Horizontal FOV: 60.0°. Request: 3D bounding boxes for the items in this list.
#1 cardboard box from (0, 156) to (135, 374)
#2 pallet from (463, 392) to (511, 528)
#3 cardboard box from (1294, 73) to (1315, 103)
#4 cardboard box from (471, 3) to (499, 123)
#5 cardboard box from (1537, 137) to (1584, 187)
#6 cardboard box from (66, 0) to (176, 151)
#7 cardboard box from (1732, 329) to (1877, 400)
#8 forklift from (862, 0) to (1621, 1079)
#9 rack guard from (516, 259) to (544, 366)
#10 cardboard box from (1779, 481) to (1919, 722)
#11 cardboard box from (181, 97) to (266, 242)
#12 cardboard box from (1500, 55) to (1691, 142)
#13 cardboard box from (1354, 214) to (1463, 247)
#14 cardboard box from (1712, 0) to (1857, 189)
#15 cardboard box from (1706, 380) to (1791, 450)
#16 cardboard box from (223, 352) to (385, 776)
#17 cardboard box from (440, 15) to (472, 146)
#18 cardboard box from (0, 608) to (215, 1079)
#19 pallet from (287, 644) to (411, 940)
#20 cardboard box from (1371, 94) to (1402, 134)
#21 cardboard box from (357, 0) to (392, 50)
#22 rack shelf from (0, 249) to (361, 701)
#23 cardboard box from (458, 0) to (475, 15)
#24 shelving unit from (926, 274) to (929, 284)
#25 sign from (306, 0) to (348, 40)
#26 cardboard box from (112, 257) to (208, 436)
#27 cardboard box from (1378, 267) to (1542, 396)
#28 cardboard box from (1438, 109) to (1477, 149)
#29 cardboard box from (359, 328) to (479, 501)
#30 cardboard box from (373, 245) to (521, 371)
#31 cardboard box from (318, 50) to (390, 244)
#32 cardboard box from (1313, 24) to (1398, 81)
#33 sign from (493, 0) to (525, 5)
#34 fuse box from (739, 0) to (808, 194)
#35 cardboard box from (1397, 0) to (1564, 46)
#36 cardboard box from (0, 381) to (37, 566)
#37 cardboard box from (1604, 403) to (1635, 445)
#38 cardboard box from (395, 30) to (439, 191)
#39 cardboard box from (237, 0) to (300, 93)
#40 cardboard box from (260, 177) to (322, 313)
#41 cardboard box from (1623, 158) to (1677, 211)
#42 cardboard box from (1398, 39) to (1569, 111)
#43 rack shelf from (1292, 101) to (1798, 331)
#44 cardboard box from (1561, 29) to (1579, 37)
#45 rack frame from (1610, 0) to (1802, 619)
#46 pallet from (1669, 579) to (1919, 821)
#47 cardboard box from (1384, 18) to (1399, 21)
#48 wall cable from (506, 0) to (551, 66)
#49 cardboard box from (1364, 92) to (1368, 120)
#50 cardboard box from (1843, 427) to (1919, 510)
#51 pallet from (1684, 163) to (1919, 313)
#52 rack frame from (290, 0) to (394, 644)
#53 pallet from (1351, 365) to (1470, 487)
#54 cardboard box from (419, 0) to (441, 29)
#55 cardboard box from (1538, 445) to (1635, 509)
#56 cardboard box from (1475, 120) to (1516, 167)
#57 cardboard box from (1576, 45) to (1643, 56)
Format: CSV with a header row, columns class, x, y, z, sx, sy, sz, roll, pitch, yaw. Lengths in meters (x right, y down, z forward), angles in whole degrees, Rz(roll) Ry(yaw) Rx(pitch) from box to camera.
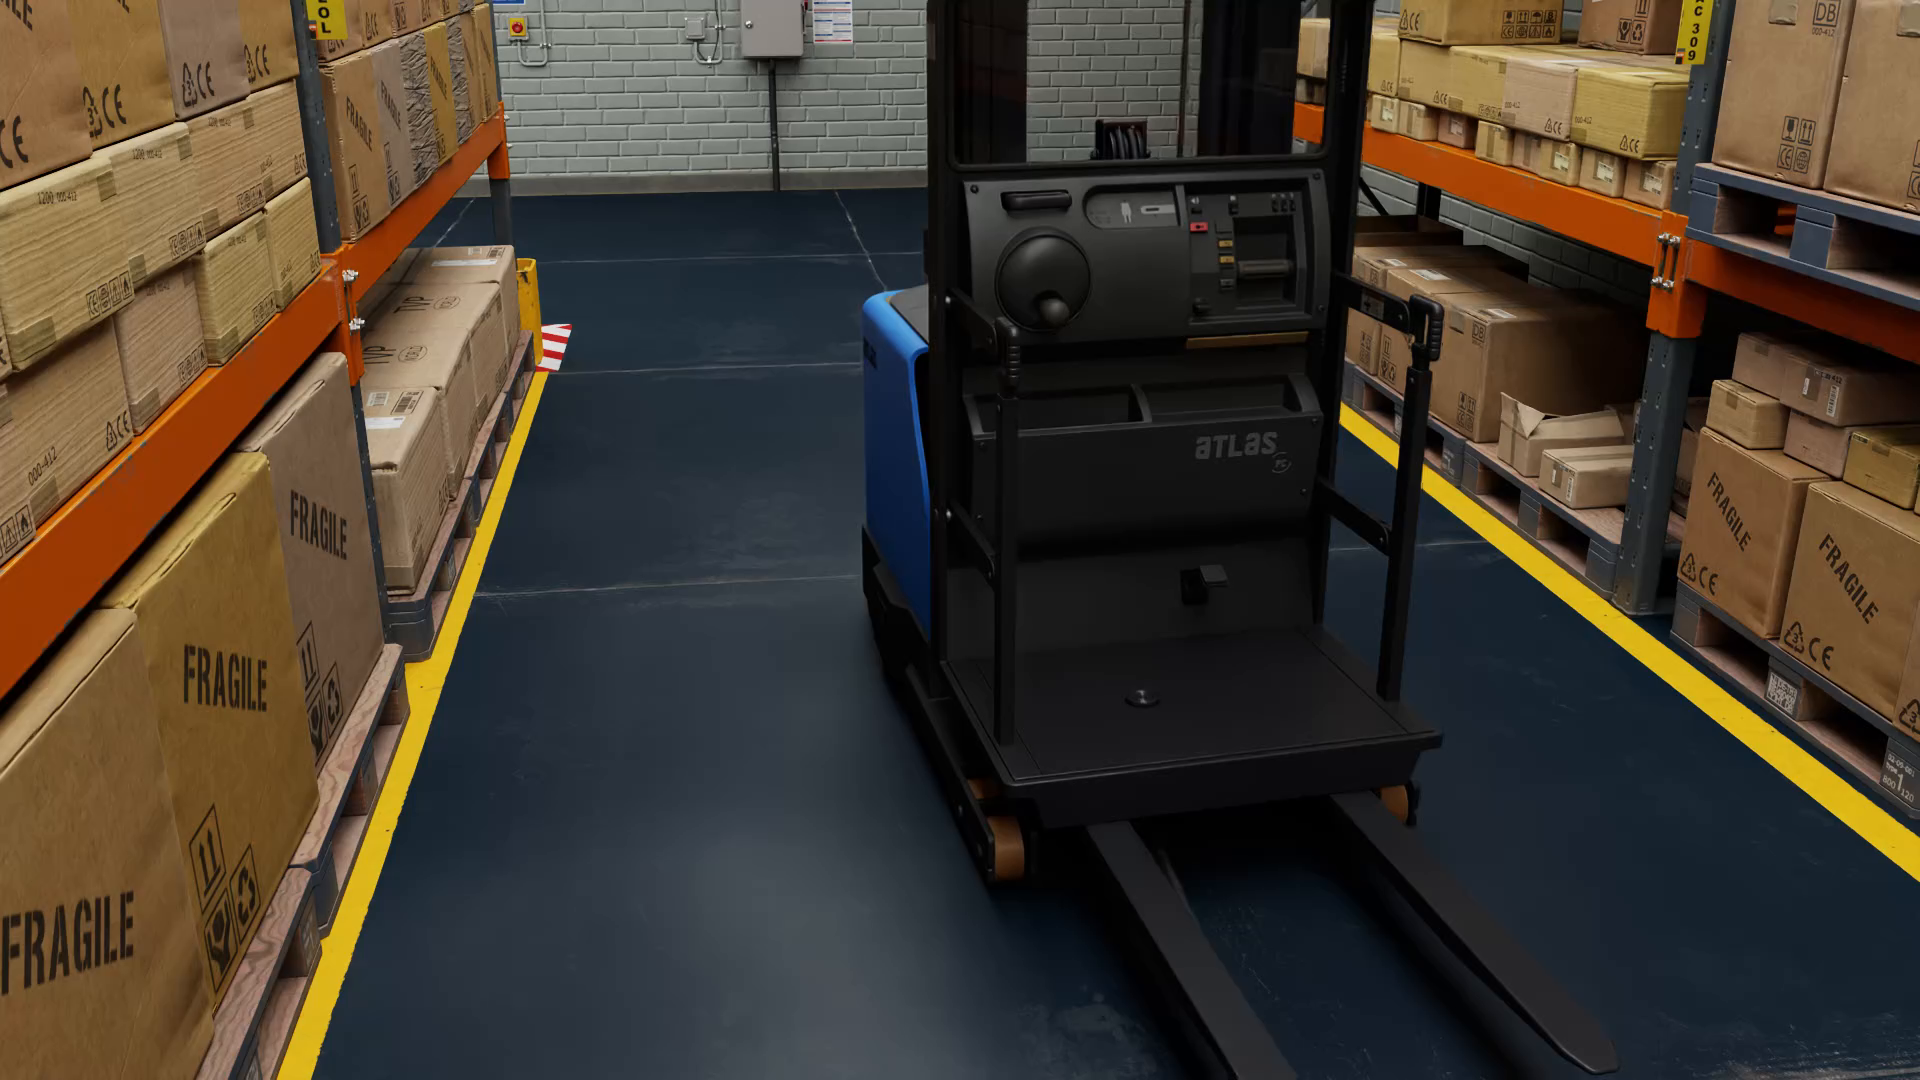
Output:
class,x,y,z,sx,sy,sz,roll,pitch,yaw
cardboard box,-1.650,-0.435,2.592,0.500,0.250,0.500,-3,21,-7
pallet,-2.417,-0.323,6.780,1.003,0.211,1.213,-3,21,-8
cardboard box,1.905,-2.330,8.527,0.380,0.149,0.250,-3,21,-8
cardboard box,-2.450,-2.217,7.723,0.500,0.500,0.500,-3,21,-7
cardboard box,2.290,-1.349,5.899,0.380,0.149,0.250,-2,21,-6
cardboard box,-1.757,-0.957,2.920,0.500,0.500,0.500,-2,21,-6
cardboard box,2.554,-0.525,4.955,0.380,0.149,0.250,-3,21,-9
forklift,0.520,-0.694,3.884,1.130,2.935,3.031,-5,21,-13
rack guard,-2.785,-1.161,8.611,1.175,0.500,0.348,-3,21,-8
cardboard box,2.640,0.146,4.510,0.500,0.500,0.500,-3,21,-8
cardboard box,-1.822,-0.790,3.544,0.500,0.250,0.500,-2,21,-6
cardboard box,2.304,-1.597,5.993,0.500,0.250,0.500,-3,21,-8
cardboard box,2.124,-1.386,8.609,0.797,0.503,0.637,-4,21,-10
cardboard box,2.554,-1.256,4.548,0.700,0.500,0.500,-2,21,-6
cardboard box,2.494,-0.383,4.999,0.380,0.149,0.250,-2,21,-5
cardboard box,-2.037,0.070,4.178,0.875,0.875,0.875,-2,21,-6
cardboard box,-2.309,-1.865,6.780,0.500,0.500,0.500,-2,21,-6
cardboard box,-1.770,0.692,2.513,0.875,0.875,0.875,-3,21,-7
pallet,-2.019,0.631,4.226,1.003,0.211,1.213,-3,21,-8
cardboard box,2.042,-1.882,7.326,0.380,0.149,0.250,-4,21,-9
cardboard box,-2.101,-1.807,5.194,0.500,0.500,0.500,-3,21,-8
rack shelf,-1.917,0.090,2.715,1.077,0.370,4.000,-3,21,-8
cardboard box,-2.372,-2.505,7.064,0.500,0.500,0.500,-3,21,-8
shelving unit,-0.008,-0.510,6.082,0.215,1.050,0.252,-3,21,-8
sign,-1.670,-1.475,4.337,0.100,0.325,0.005,-3,21,-8
cardboard box,-1.765,-0.374,3.145,0.500,0.250,0.500,-3,21,-9
cardboard box,2.186,-0.899,7.308,0.500,0.500,0.500,-3,21,-7
cardboard box,2.205,-1.706,6.856,0.380,0.149,0.250,-3,21,-8
cardboard box,-2.319,-0.468,6.245,0.875,0.438,0.875,-4,21,-9
cardboard box,-2.588,-1.097,7.928,0.875,0.438,0.875,-4,21,-10
cardboard box,-2.014,-1.162,4.896,0.500,0.500,0.500,-2,21,-6
cardboard box,2.001,-2.300,7.875,0.500,0.250,0.500,-3,21,-7
sign,-3.674,-4.421,13.378,0.327,0.218,0.001,-3,21,-8
fuse box,-1.518,-3.727,13.749,0.539,1.711,0.414,-3,21,-8
cardboard box,2.145,-2.306,6.821,0.500,0.500,0.500,-2,21,-6
cardboard box,-1.612,-0.025,2.210,0.500,0.250,0.500,-2,21,-6
cardboard box,2.782,-0.443,6.589,0.380,0.149,0.250,-3,21,-8
cardboard box,-2.148,-1.509,5.825,0.500,0.500,0.500,-3,21,-7
cardboard box,-1.892,-1.312,3.871,0.500,0.500,0.500,-2,21,-6
cardboard box,-1.891,-0.726,4.088,0.500,0.250,0.500,-3,21,-9
cardboard box,2.410,-1.171,5.423,0.380,0.149,0.250,-3,21,-7
cardboard box,2.172,-1.948,6.935,0.500,0.250,0.500,-3,21,-9
rack shelf,2.418,-1.546,7.097,1.077,0.370,4.000,-3,21,-8
cardboard box,2.598,-2.149,7.471,0.500,0.250,0.500,-2,21,-6
rack frame,2.706,-1.191,5.117,1.000,3.000,0.127,-3,21,-8
pallet,2.861,0.395,4.856,1.003,0.211,1.213,-3,21,-8
cardboard box,2.458,-2.499,8.409,0.500,0.250,0.500,-2,21,-6
wall cable,-3.618,-4.766,13.192,0.585,1.953,0.123,-3,21,-8
cardboard box,2.036,-2.065,7.816,0.380,0.149,0.250,-2,21,-6
cardboard box,2.659,-0.202,4.516,0.380,0.149,0.250,-4,21,-11
pallet,2.713,-0.819,4.395,1.003,0.211,1.213,-3,21,-8
rack frame,-2.205,-0.939,4.443,1.000,3.000,0.127,-3,21,-8
pallet,2.429,-0.545,7.375,1.003,0.211,1.213,-3,21,-8
cardboard box,-2.234,-2.159,6.138,0.500,0.500,0.500,-3,21,-8
cardboard box,2.335,-0.230,6.019,0.380,0.149,0.250,-4,21,-9
cardboard box,2.214,-1.528,6.379,0.380,0.149,0.250,-3,21,-9
cardboard box,2.750,-1.797,6.530,0.500,0.250,0.500,-2,21,-7
